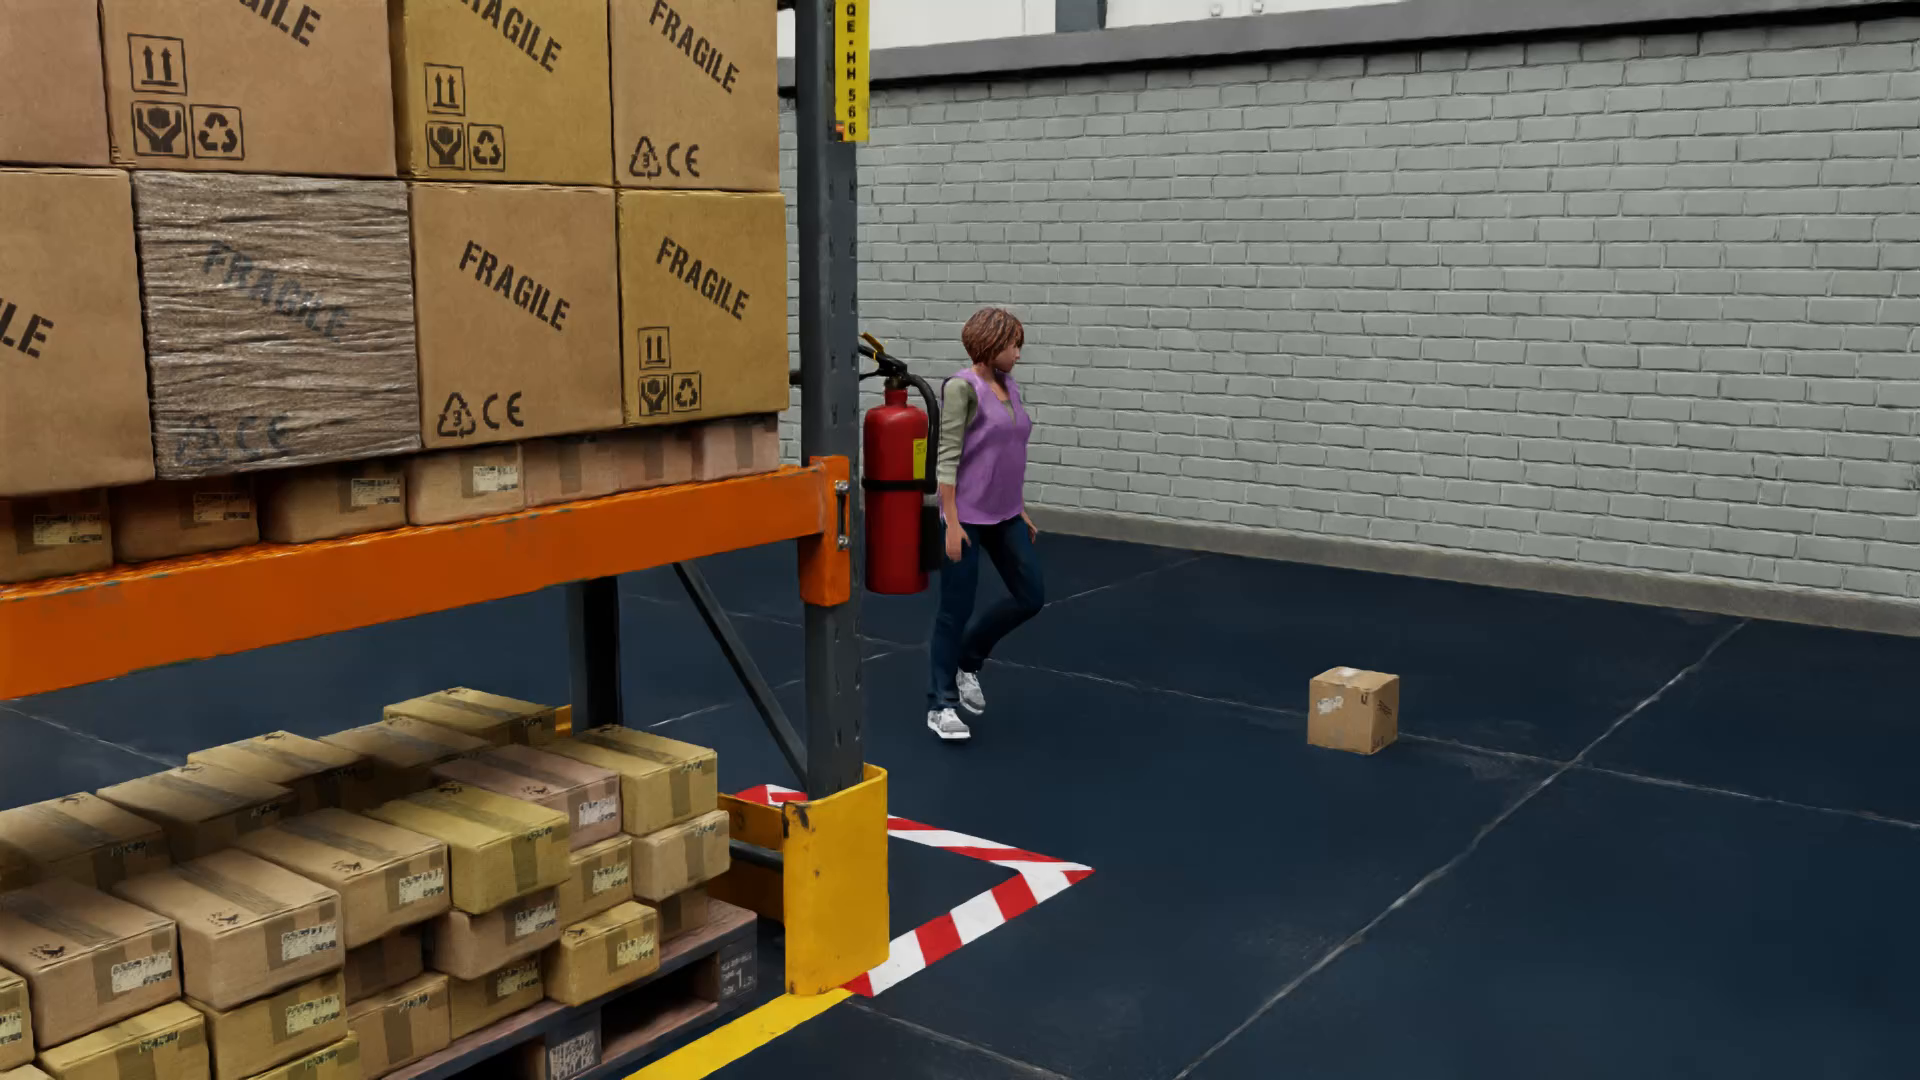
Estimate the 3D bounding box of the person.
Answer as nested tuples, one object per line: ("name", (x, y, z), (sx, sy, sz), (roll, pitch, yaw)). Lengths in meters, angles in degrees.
("person", (0.062, -0.075, 6.249), (0.420, 1.588, 0.493), (8, 13, 40))
